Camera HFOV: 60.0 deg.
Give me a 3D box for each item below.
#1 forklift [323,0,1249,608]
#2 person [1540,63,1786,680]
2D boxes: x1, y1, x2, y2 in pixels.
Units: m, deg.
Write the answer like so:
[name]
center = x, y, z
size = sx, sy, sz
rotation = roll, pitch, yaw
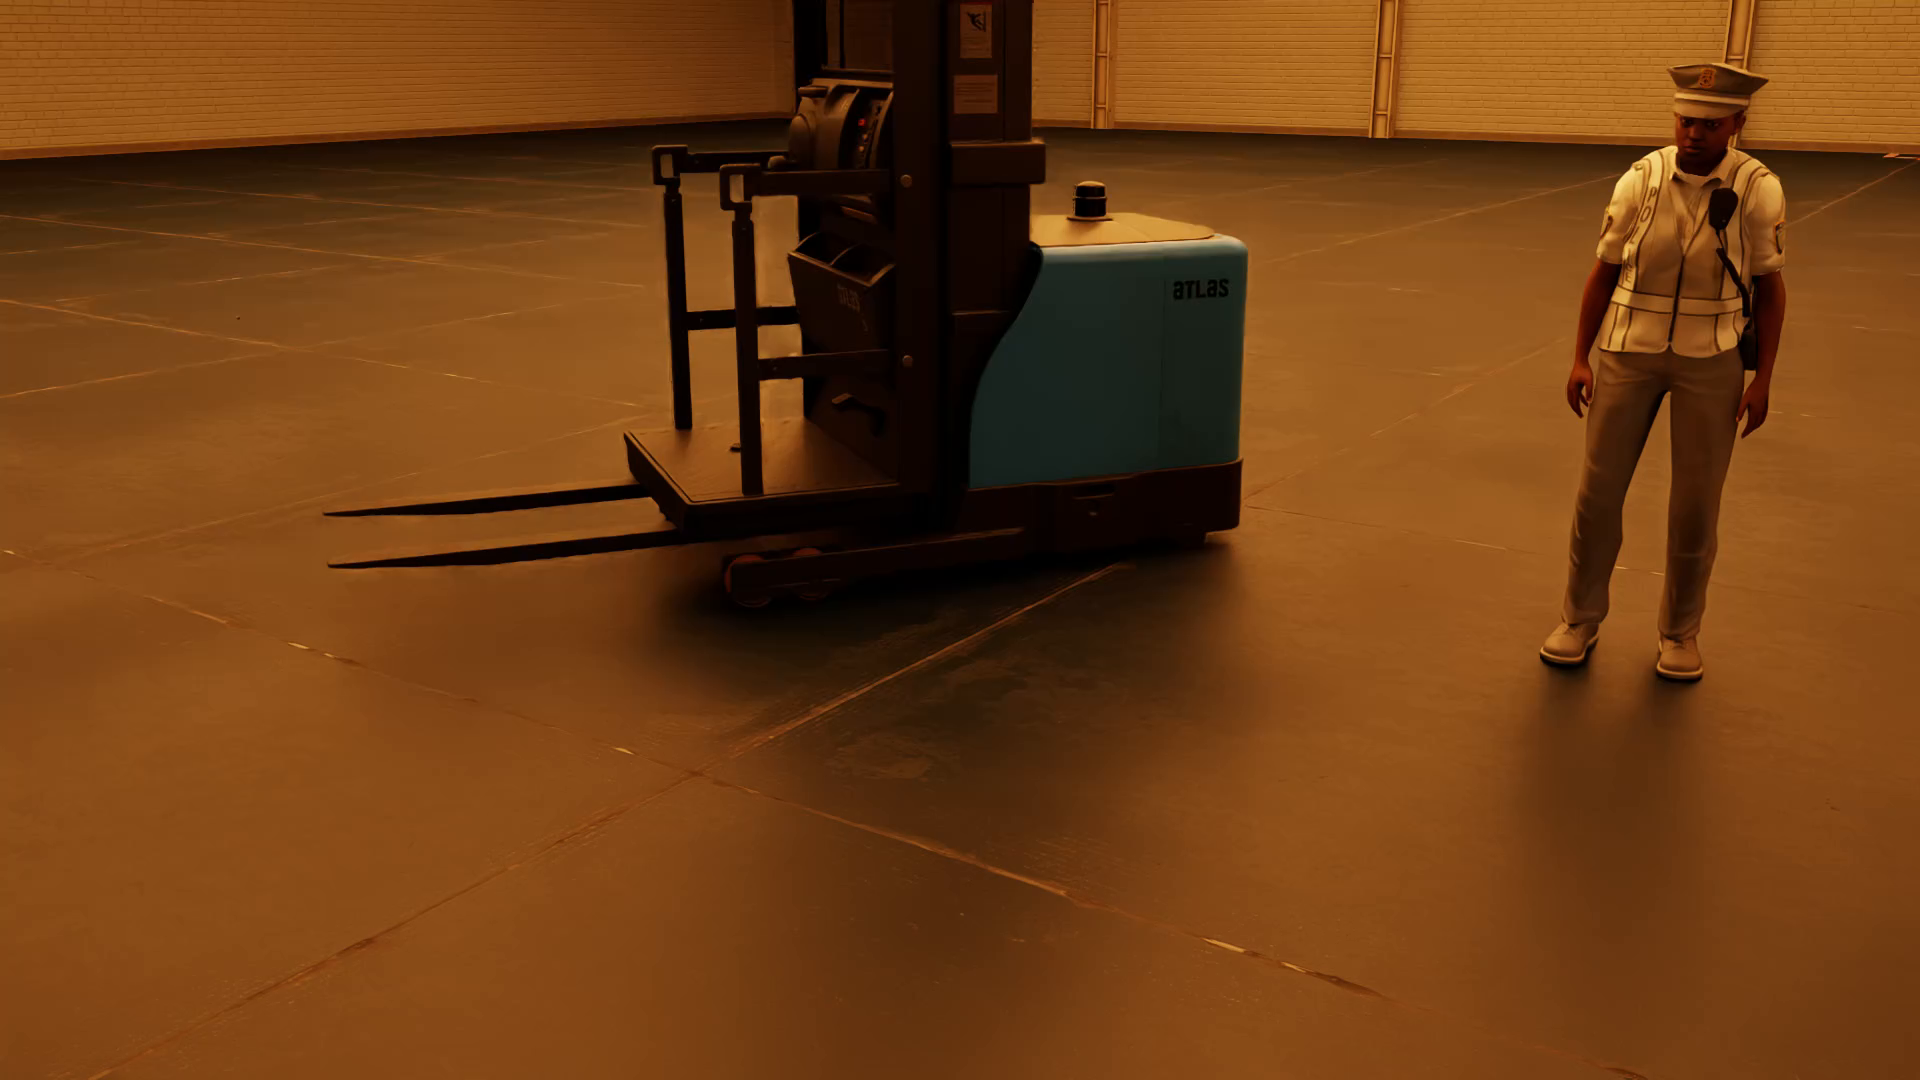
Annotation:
[forklift]
center = -0.578, -1.361, 5.384
size = 3.031, 2.935, 1.130
rotation = -6, 18, -20
[person]
center = 1.953, -0.453, 4.578
size = 0.522, 1.656, 0.390
rotation = 9, 19, 28
